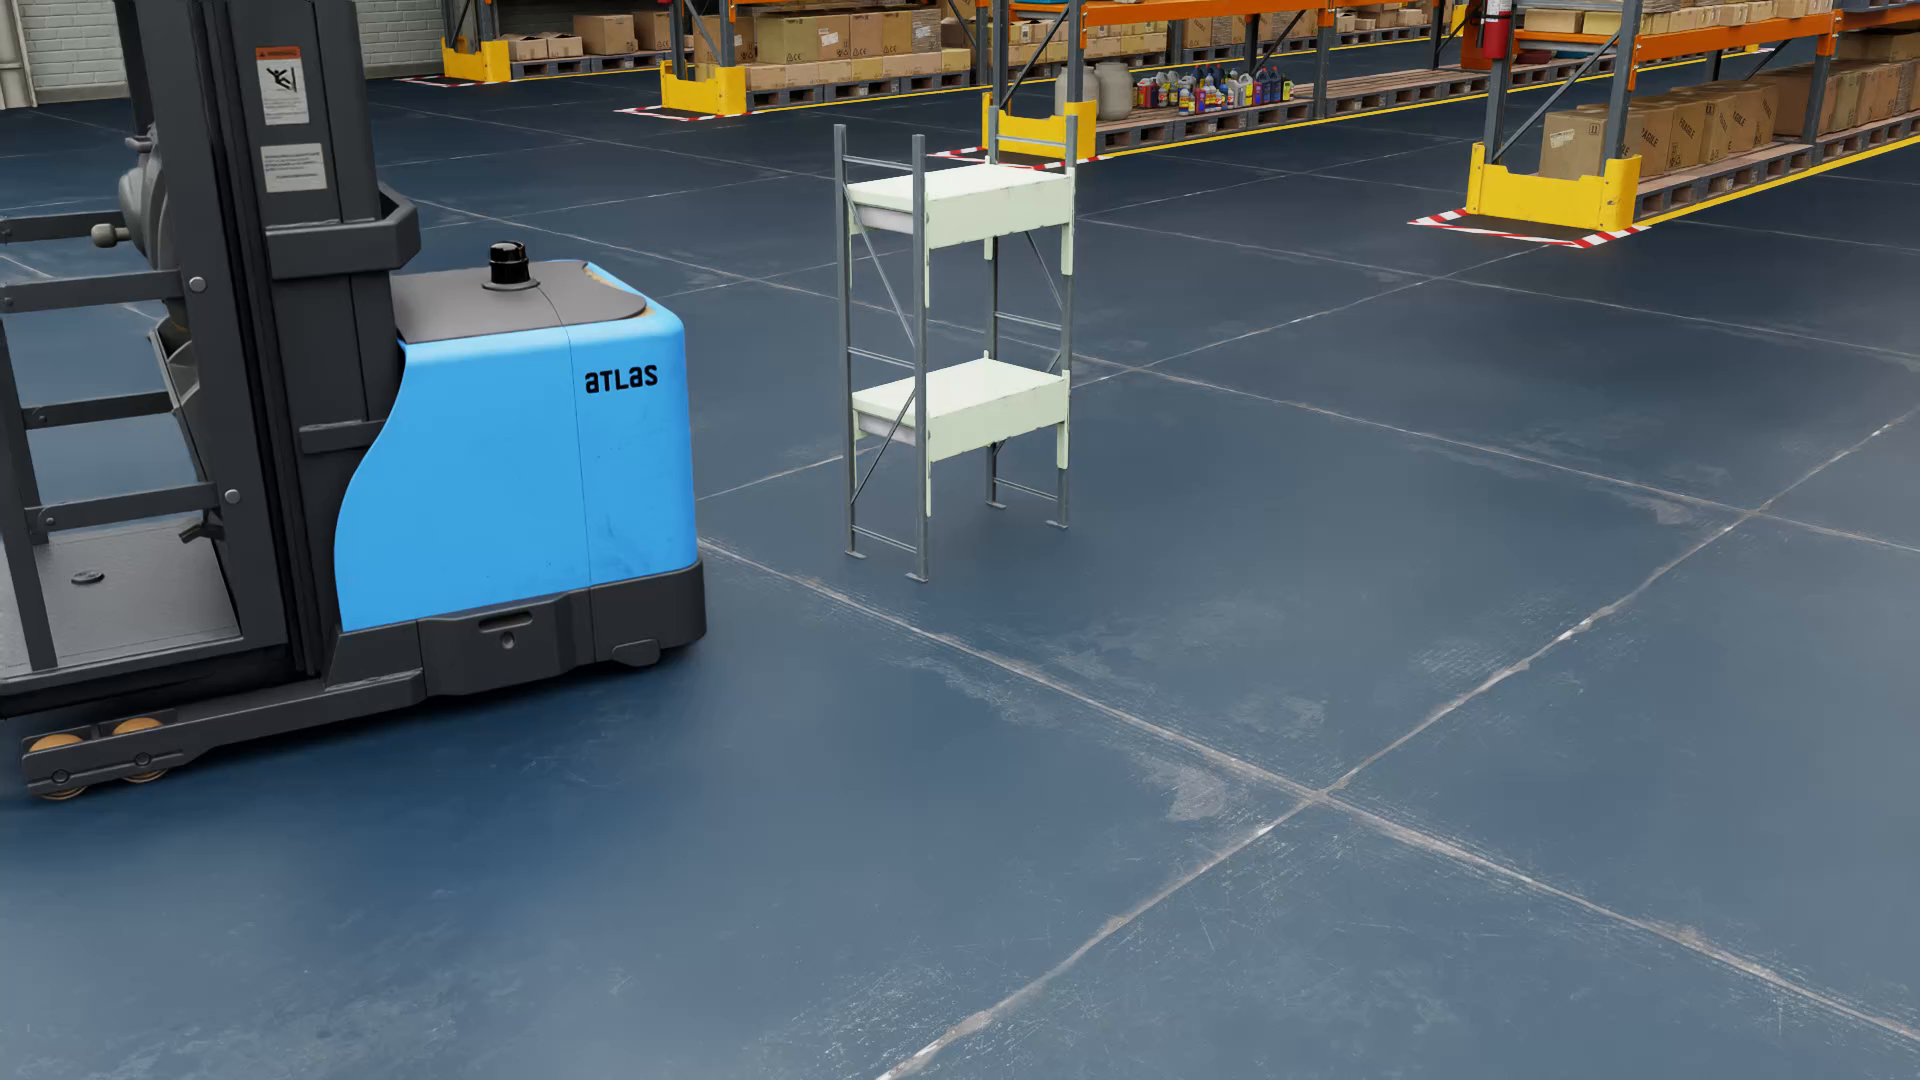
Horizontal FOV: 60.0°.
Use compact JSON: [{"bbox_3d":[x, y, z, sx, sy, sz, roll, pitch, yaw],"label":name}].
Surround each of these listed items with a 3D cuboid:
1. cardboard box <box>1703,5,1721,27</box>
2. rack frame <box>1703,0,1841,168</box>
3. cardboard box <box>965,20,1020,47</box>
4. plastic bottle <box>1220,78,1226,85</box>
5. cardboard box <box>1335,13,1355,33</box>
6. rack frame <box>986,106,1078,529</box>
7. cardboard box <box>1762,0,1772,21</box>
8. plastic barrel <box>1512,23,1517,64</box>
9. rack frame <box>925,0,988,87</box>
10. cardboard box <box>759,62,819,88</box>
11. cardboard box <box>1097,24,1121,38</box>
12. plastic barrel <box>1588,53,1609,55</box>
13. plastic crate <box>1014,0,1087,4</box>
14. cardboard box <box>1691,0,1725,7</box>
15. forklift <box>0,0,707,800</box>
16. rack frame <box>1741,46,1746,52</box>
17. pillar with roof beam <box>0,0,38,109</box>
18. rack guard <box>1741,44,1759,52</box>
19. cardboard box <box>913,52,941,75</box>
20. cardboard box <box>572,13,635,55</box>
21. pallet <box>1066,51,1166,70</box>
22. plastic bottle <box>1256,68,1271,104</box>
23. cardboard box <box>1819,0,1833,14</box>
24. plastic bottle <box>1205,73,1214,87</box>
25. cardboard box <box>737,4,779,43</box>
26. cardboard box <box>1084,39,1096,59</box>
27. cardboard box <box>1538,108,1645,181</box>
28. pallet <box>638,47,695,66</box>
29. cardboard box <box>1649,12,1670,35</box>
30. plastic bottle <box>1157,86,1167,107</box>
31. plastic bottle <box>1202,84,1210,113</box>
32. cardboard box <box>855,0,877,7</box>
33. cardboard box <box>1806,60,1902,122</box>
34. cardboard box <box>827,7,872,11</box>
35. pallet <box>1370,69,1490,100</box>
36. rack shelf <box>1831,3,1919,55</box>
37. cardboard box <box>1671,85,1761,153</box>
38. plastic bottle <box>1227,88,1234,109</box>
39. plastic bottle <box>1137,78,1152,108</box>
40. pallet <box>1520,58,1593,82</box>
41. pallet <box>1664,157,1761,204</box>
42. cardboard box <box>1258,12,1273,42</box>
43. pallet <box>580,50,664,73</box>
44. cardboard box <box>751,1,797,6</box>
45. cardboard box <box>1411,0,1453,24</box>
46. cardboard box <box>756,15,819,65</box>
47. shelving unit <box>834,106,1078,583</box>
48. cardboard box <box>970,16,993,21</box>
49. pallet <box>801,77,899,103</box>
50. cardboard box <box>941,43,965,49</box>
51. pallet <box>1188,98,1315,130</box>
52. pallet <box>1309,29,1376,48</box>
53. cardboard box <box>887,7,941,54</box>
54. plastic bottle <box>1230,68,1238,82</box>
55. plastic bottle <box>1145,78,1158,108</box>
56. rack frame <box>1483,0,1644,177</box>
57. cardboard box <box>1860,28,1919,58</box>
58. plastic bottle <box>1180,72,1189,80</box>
[{"bbox_3d":[5.488,-3.954,12.531,0.380,0.149,0.250,19,28,41],"label":"cardboard box"},{"bbox_3d":[7.041,-4.763,14.286,1.000,3.000,0.127,19,28,41],"label":"rack frame"},{"bbox_3d":[0.413,-6.461,21.170,0.500,0.311,0.500,19,28,41],"label":"cardboard box"},{"bbox_3d":[2.698,-4.556,16.919,0.061,0.283,0.133,19,28,41],"label":"plastic bottle"},{"bbox_3d":[5.975,-8.304,26.632,0.500,0.311,0.500,19,28,41],"label":"cardboard box"},{"bbox_3d":[0.251,-0.792,6.046,0.400,1.500,0.023,19,28,41],"label":"rack frame"},{"bbox_3d":[6.194,-4.208,13.192,0.380,0.149,0.250,19,28,41],"label":"cardboard box"},{"bbox_3d":[6.942,-6.363,21.331,0.421,0.512,0.421,0,21,0],"label":"plastic barrel"},{"bbox_3d":[-0.054,-7.243,20.739,1.000,3.000,0.127,19,28,41],"label":"rack frame"},{"bbox_3d":[-1.965,-5.339,19.032,0.500,0.250,0.500,19,28,41],"label":"cardboard box"},{"bbox_3d":[1.835,-6.985,22.533,0.500,0.311,0.500,19,28,40],"label":"cardboard box"},{"bbox_3d":[8.682,-7.140,22.809,0.600,0.901,0.708,19,28,41],"label":"plastic barrel"},{"bbox_3d":[0.837,-5.109,15.392,0.499,0.251,0.616,19,28,41],"label":"plastic crate"},{"bbox_3d":[5.297,-4.331,12.608,0.875,0.500,0.500,19,28,41],"label":"cardboard box"},{"bbox_3d":[-2.328,-0.910,4.356,3.031,2.935,1.130,-11,24,-26],"label":"forklift"},{"bbox_3d":[11.864,-9.087,25.536,1.000,3.000,0.127,19,28,41],"label":"rack frame"},{"bbox_3d":[-7.629,-8.031,14.426,9.100,9.000,0.400,19,28,41],"label":"pillar with roof beam"},{"bbox_3d":[11.871,-7.930,26.009,1.175,0.500,0.348,19,28,41],"label":"rack guard"},{"bbox_3d":[-0.577,-5.856,20.376,0.500,0.250,0.500,19,28,41],"label":"cardboard box"},{"bbox_3d":[-4.904,-6.970,22.900,0.700,0.500,0.500,17,27,37],"label":"cardboard box"},{"bbox_3d":[2.134,-6.768,23.389,1.003,0.211,1.213,19,28,41],"label":"pallet"},{"bbox_3d":[3.116,-4.684,17.160,0.144,0.351,0.185,18,27,38],"label":"plastic bottle"},{"bbox_3d":[7.102,-4.517,13.995,0.380,0.149,0.250,19,28,41],"label":"cardboard box"},{"bbox_3d":[2.617,-4.763,17.476,0.097,0.271,0.097,0,21,0],"label":"plastic bottle"},{"bbox_3d":[-3.104,-7.714,24.834,0.500,0.500,0.700,-19,28,-40],"label":"cardboard box"},{"bbox_3d":[1.477,-6.593,22.294,0.500,0.250,0.500,-20,28,-41],"label":"cardboard box"},{"bbox_3d":[4.698,-2.920,12.390,0.500,0.500,0.500,-14,25,-32],"label":"cardboard box"},{"bbox_3d":[-4.049,-6.999,23.990,1.003,0.211,1.213,19,28,41],"label":"pallet"},{"bbox_3d":[4.809,-3.691,11.846,0.380,0.149,0.250,19,28,41],"label":"cardboard box"},{"bbox_3d":[2.064,-4.523,16.947,0.097,0.201,0.097,0,21,0],"label":"plastic bottle"},{"bbox_3d":[2.429,-4.382,16.485,0.097,0.271,0.097,0,21,0],"label":"plastic bottle"},{"bbox_3d":[-1.723,-8.247,26.222,0.700,0.500,0.500,19,28,41],"label":"cardboard box"},{"bbox_3d":[8.610,-4.359,16.106,0.500,0.500,0.700,-17,27,-38],"label":"cardboard box"},{"bbox_3d":[-1.299,-6.208,20.247,0.500,0.500,0.500,19,28,41],"label":"cardboard box"},{"bbox_3d":[5.715,-5.540,20.193,1.003,0.211,1.213,19,28,41],"label":"pallet"},{"bbox_3d":[8.436,-4.941,15.752,1.077,0.370,4.000,19,28,41],"label":"rack shelf"},{"bbox_3d":[6.339,-3.550,14.029,0.500,0.500,0.500,-11,23,-25],"label":"cardboard box"},{"bbox_3d":[2.712,-4.454,16.768,0.097,0.201,0.097,0,21,0],"label":"plastic bottle"},{"bbox_3d":[1.865,-4.548,16.910,0.152,0.276,0.135,20,28,41],"label":"plastic bottle"},{"bbox_3d":[7.654,-6.254,22.053,1.003,0.211,1.213,19,28,41],"label":"pallet"},{"bbox_3d":[5.747,-2.965,13.494,1.003,0.211,1.213,19,28,41],"label":"pallet"},{"bbox_3d":[4.334,-7.755,24.940,0.500,0.500,0.500,18,27,39],"label":"cardboard box"},{"bbox_3d":[-4.900,-6.684,23.170,1.003,0.211,1.213,19,28,41],"label":"pallet"},{"bbox_3d":[-2.799,-8.178,24.997,0.500,0.250,0.500,19,28,40],"label":"cardboard box"},{"bbox_3d":[8.115,-9.165,28.610,0.500,0.500,0.500,19,28,41],"label":"cardboard box"},{"bbox_3d":[-1.963,-5.689,18.896,0.500,0.500,0.500,19,28,41],"label":"cardboard box"},{"bbox_3d":[-0.005,-0.698,5.801,0.431,1.500,0.755,19,28,41],"label":"shelving unit"},{"bbox_3d":[0.382,-6.729,21.866,0.500,0.311,0.500,-19,28,-41],"label":"cardboard box"},{"bbox_3d":[-1.490,-5.433,19.914,1.003,0.211,1.213,19,28,41],"label":"pallet"},{"bbox_3d":[0.028,-6.335,21.623,0.500,0.250,0.500,19,28,40],"label":"cardboard box"},{"bbox_3d":[2.994,-4.539,17.589,1.003,0.211,1.213,19,28,41],"label":"pallet"},{"bbox_3d":[6.007,-8.174,27.048,1.003,0.211,1.213,19,28,41],"label":"pallet"},{"bbox_3d":[-0.578,-6.206,20.243,0.500,0.500,0.500,19,28,41],"label":"cardboard box"},{"bbox_3d":[2.956,-4.962,17.994,0.097,0.271,0.097,0,21,0],"label":"plastic bottle"},{"bbox_3d":[1.941,-4.525,16.839,0.061,0.283,0.133,19,28,41],"label":"plastic bottle"},{"bbox_3d":[4.251,-3.735,11.610,1.000,3.000,0.127,19,28,41],"label":"rack frame"},{"bbox_3d":[9.386,-5.000,16.728,0.500,0.250,0.500,-19,28,-40],"label":"cardboard box"},{"bbox_3d":[2.355,-4.756,17.440,0.133,0.283,0.061,-19,28,-40],"label":"plastic bottle"}]
